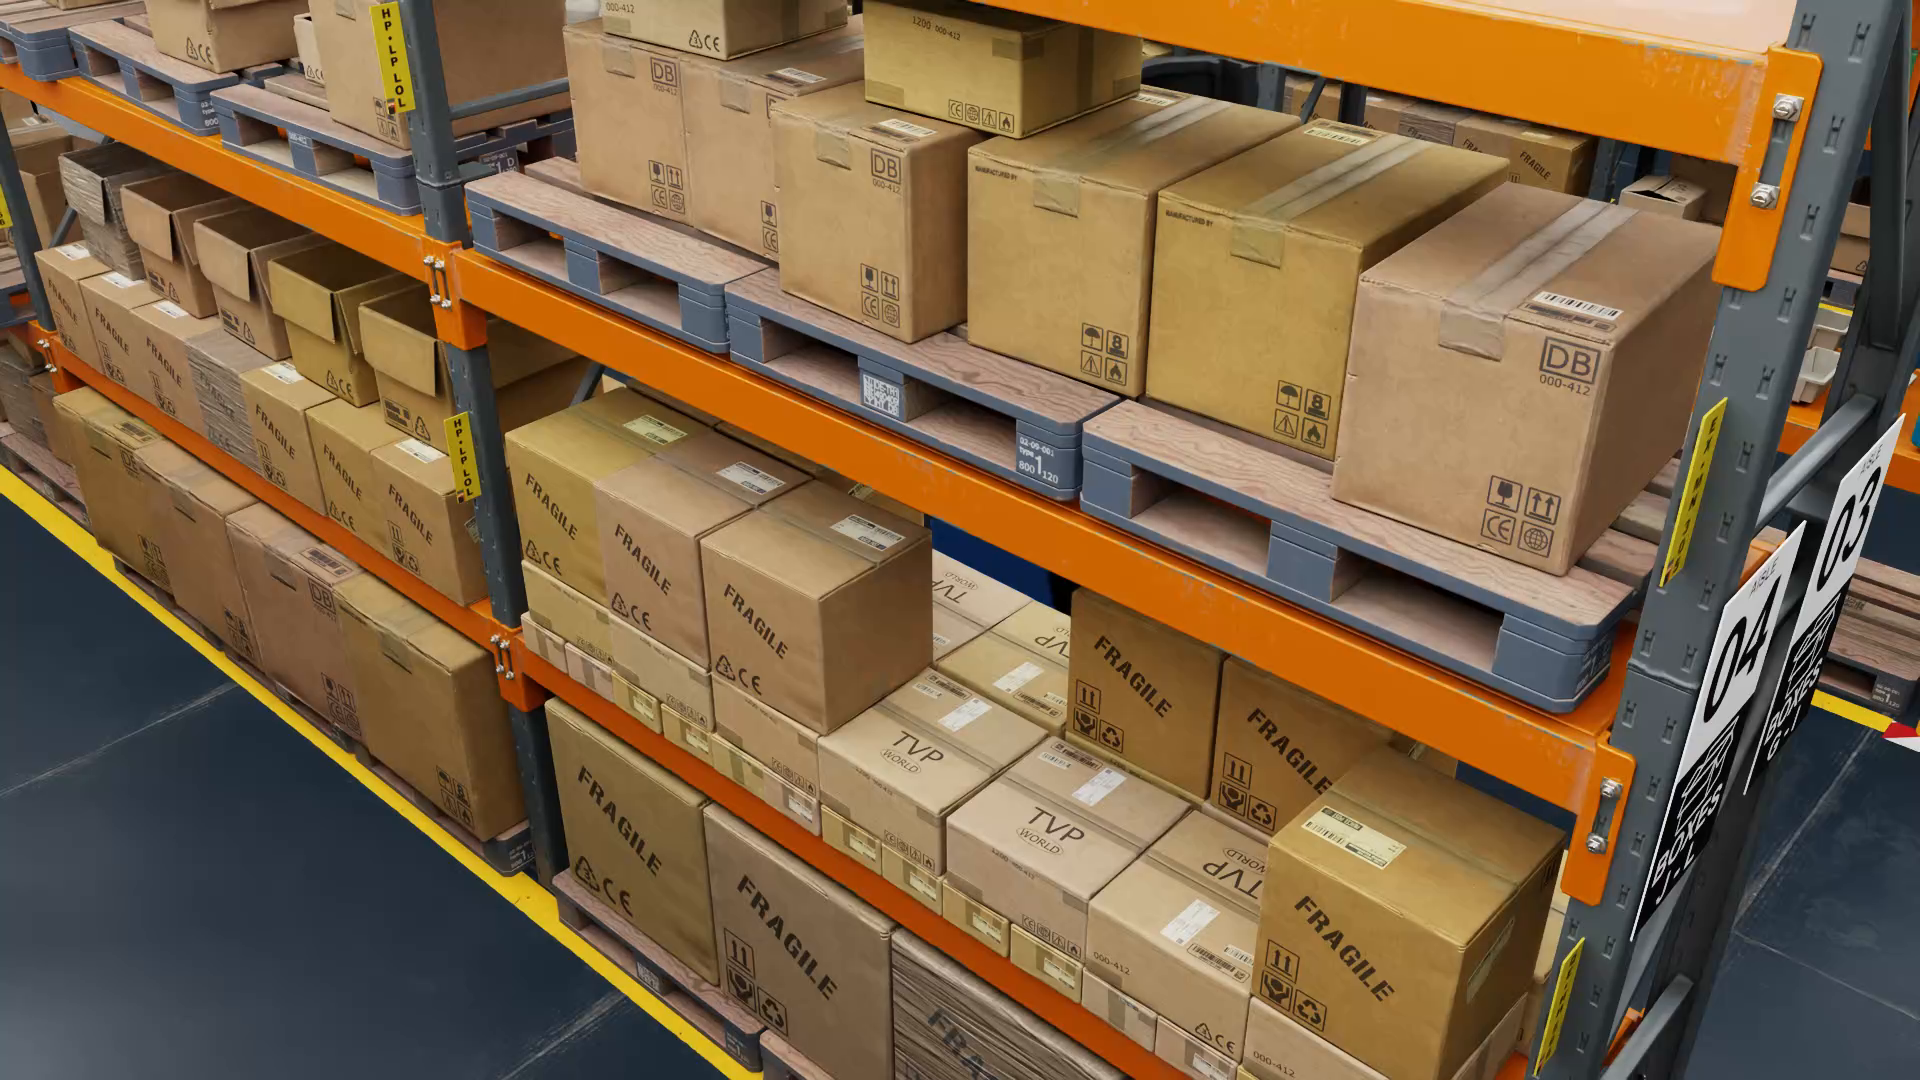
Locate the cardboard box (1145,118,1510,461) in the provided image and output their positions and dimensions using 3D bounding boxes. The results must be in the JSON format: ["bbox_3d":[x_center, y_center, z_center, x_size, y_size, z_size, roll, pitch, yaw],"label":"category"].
[{"bbox_3d":[0.843,-0.600,3.829,0.500,0.500,0.700,23,38,33],"label":"cardboard box"}]

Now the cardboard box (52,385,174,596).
[{"bbox_3d":[-3.833,-0.441,8.727,0.875,0.875,1.225,23,38,33],"label":"cardboard box"}]

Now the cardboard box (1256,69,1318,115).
[{"bbox_3d":[2.857,-3.877,14.778,0.500,0.500,0.500,23,38,33],"label":"cardboard box"}]

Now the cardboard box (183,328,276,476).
[{"bbox_3d":[-3.017,-0.661,7.343,0.500,0.500,0.500,25,39,35],"label":"cardboard box"}]

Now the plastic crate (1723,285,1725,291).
[{"bbox_3d":[3.764,-1.268,8.552,0.300,0.233,0.416,25,39,35],"label":"plastic crate"}]

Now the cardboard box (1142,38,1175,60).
[{"bbox_3d":[1.766,-4.534,15.588,0.500,0.311,0.500,26,40,36],"label":"cardboard box"}]

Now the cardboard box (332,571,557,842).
[{"bbox_3d":[-1.853,0.483,7.192,0.875,0.875,1.225,25,39,35],"label":"cardboard box"}]

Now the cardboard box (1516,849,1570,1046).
[{"bbox_3d":[1.426,1.018,4.507,0.500,0.250,0.500,24,38,34],"label":"cardboard box"}]

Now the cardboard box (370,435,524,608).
[{"bbox_3d":[-1.895,-0.134,6.467,0.500,0.500,0.500,25,39,35],"label":"cardboard box"}]

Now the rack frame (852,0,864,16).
[{"bbox_3d":[-1.007,-3.312,11.843,0.127,3.000,1.000,25,39,35],"label":"rack frame"}]

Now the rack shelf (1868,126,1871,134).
[{"bbox_3d":[3.442,-2.212,7.806,4.000,0.370,1.077,25,39,35],"label":"rack shelf"}]

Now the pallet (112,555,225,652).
[{"bbox_3d":[-3.797,0.078,8.915,1.213,0.211,1.003,25,39,35],"label":"pallet"}]

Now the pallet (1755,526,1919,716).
[{"bbox_3d":[4.339,0.351,8.462,1.213,0.211,1.003,25,39,35],"label":"pallet"}]

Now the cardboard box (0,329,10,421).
[{"bbox_3d":[-5.686,-1.140,10.233,0.700,0.500,0.500,-26,39,-36],"label":"cardboard box"}]

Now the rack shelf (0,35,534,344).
[{"bbox_3d":[-2.848,-1.703,6.959,4.000,0.370,1.077,25,39,35],"label":"rack shelf"}]

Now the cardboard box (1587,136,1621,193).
[{"bbox_3d":[5.090,-3.199,13.652,0.500,0.500,0.500,23,38,33],"label":"cardboard box"}]

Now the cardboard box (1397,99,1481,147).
[{"bbox_3d":[3.995,-3.347,13.899,0.500,0.500,0.500,26,39,36],"label":"cardboard box"}]

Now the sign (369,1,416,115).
[{"bbox_3d":[-1.722,-1.464,5.059,0.005,0.325,0.100,25,39,35],"label":"sign"}]

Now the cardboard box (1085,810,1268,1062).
[{"bbox_3d":[0.688,1.045,4.462,0.500,0.250,0.500,24,39,34],"label":"cardboard box"}]

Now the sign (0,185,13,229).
[{"bbox_3d":[-4.688,-1.669,8.069,0.005,0.325,0.100,25,39,35],"label":"sign"}]

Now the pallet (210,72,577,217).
[{"bbox_3d":[-2.078,-1.535,6.169,1.217,0.209,0.805,23,38,33],"label":"pallet"}]

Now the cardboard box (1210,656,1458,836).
[{"bbox_3d":[1.055,0.524,4.601,0.500,0.500,0.500,24,38,34],"label":"cardboard box"}]

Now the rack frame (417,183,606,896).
[{"bbox_3d":[-1.365,-0.034,6.398,0.127,3.000,1.000,25,39,35],"label":"rack frame"}]

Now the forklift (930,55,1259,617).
[{"bbox_3d":[1.108,-0.432,7.126,1.130,2.935,3.031,-21,37,-30],"label":"forklift"}]

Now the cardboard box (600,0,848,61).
[{"bbox_3d":[-0.672,-1.578,4.726,0.500,0.250,0.500,22,38,32],"label":"cardboard box"}]

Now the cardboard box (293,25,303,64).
[{"bbox_3d":[-2.368,-1.964,6.532,0.250,0.149,0.380,23,38,33],"label":"cardboard box"}]

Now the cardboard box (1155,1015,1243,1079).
[{"bbox_3d":[0.736,1.284,4.452,0.250,0.149,0.380,25,39,35],"label":"cardboard box"}]

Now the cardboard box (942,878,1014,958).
[{"bbox_3d":[0.165,1.019,4.893,0.250,0.149,0.380,25,39,35],"label":"cardboard box"}]

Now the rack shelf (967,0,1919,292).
[{"bbox_3d":[0.118,-1.432,3.989,4.000,0.370,1.077,25,39,35],"label":"rack shelf"}]

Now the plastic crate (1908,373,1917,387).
[{"bbox_3d":[4.198,-0.669,7.650,0.243,0.136,0.396,25,39,35],"label":"plastic crate"}]

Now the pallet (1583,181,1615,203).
[{"bbox_3d":[4.657,-2.893,13.851,1.213,0.211,1.003,25,39,35],"label":"pallet"}]

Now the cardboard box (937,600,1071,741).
[{"bbox_3d":[0.276,0.487,5.390,0.500,0.250,0.500,24,39,34],"label":"cardboard box"}]

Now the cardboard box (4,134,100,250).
[{"bbox_3d":[-4.758,-1.812,8.848,0.500,0.500,0.500,20,36,29],"label":"cardboard box"}]

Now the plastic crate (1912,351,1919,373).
[{"bbox_3d":[4.474,-0.936,8.001,0.300,0.233,0.416,25,39,35],"label":"plastic crate"}]

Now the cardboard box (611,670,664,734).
[{"bbox_3d":[-0.978,0.485,5.779,0.250,0.149,0.380,27,40,37],"label":"cardboard box"}]

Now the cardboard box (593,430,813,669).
[{"bbox_3d":[-0.821,0.019,5.440,0.500,0.500,0.500,25,39,35],"label":"cardboard box"}]

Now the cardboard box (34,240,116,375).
[{"bbox_3d":[-4.153,-1.189,8.219,0.500,0.500,0.500,26,40,36],"label":"cardboard box"}]

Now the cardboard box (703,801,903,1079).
[{"bbox_3d":[-0.262,1.267,5.890,0.875,0.875,0.875,25,39,35],"label":"cardboard box"}]

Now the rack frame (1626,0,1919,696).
[{"bbox_3d":[1.601,-1.219,2.551,0.127,3.000,1.000,25,39,35],"label":"rack frame"}]

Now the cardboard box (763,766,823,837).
[{"bbox_3d":[-0.407,0.752,5.336,0.250,0.149,0.380,26,39,36],"label":"cardboard box"}]

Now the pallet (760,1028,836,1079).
[{"bbox_3d":[0.055,1.876,5.929,1.213,0.211,1.003,25,39,35],"label":"pallet"}]

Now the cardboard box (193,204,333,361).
[{"bbox_3d":[-2.816,-1.175,7.224,0.637,0.503,0.797,26,40,37],"label":"cardboard box"}]

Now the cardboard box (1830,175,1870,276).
[{"bbox_3d":[6.682,-2.291,12.142,0.637,0.503,0.797,25,39,35],"label":"cardboard box"}]

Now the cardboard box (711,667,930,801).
[{"bbox_3d":[-0.439,0.517,5.340,0.500,0.250,0.500,26,40,36],"label":"cardboard box"}]

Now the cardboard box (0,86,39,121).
[{"bbox_3d":[-5.949,-2.462,9.924,0.797,0.503,0.637,-25,39,-35],"label":"cardboard box"}]

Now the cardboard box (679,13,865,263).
[{"bbox_3d":[-0.349,-1.149,4.740,0.700,0.500,0.500,-27,40,-37],"label":"cardboard box"}]

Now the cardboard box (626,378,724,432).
[{"bbox_3d":[-0.845,-0.361,6.072,0.500,0.500,0.500,26,40,36],"label":"cardboard box"}]

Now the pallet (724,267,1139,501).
[{"bbox_3d":[0.135,-0.571,4.468,1.213,0.211,1.003,25,39,35],"label":"pallet"}]

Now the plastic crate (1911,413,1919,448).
[{"bbox_3d":[4.551,-0.629,7.293,0.499,0.435,0.616,25,39,35],"label":"plastic crate"}]
